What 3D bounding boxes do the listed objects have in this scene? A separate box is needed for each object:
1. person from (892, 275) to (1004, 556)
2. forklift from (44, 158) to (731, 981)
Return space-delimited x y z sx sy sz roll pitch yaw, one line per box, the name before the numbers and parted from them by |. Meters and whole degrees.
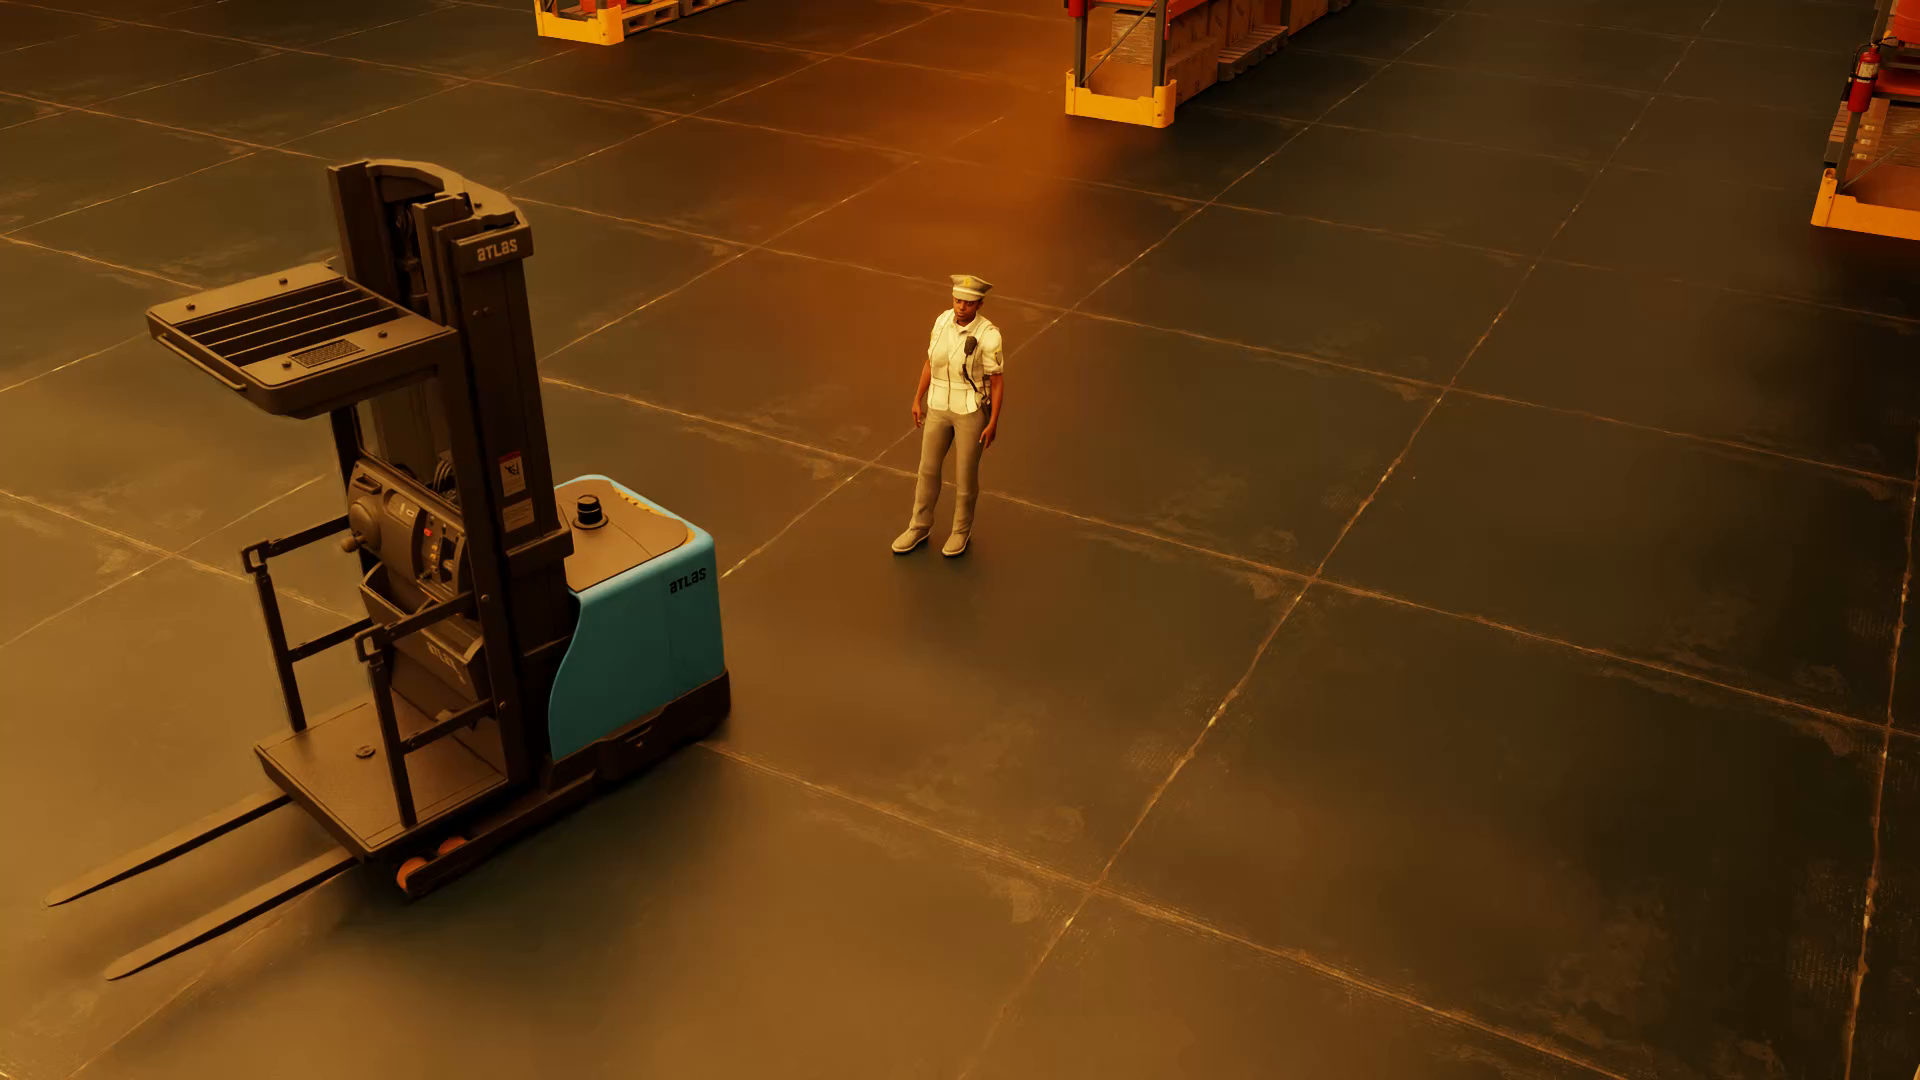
person | -0.054 -0.712 9.527 0.569 1.695 0.528 15 33 25
forklift | -2.541 0.000 7.071 1.130 2.935 3.031 26 39 37
